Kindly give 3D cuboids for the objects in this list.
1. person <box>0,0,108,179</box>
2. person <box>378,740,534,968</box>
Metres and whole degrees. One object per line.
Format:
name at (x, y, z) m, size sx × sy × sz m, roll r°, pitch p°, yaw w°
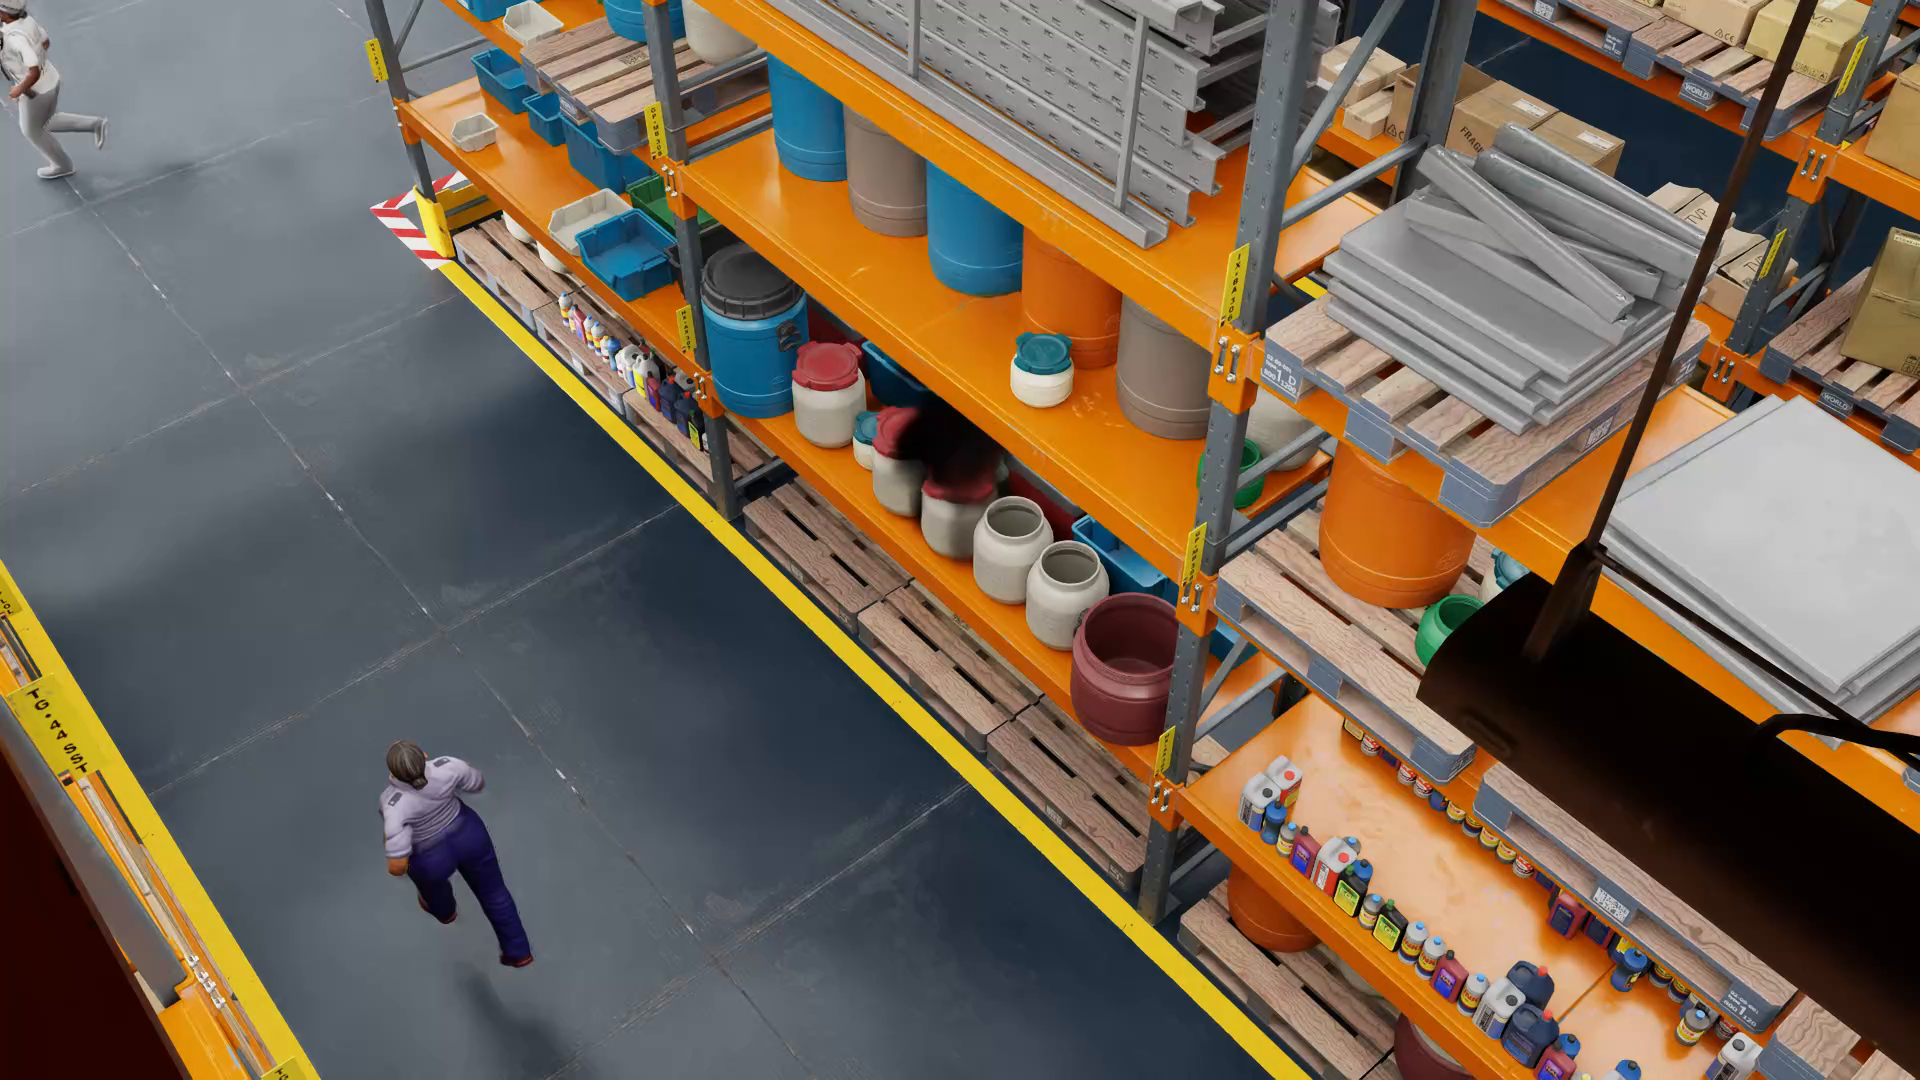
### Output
person at (-7.351, -3.636, 13.309) m, size 0.672 × 1.649 × 0.593 m, roll -8°, pitch 47°, yaw -8°
person at (-2.507, 1.493, 8.036) m, size 0.612 × 1.706 × 0.838 m, roll -36°, pitch 56°, yaw -29°
